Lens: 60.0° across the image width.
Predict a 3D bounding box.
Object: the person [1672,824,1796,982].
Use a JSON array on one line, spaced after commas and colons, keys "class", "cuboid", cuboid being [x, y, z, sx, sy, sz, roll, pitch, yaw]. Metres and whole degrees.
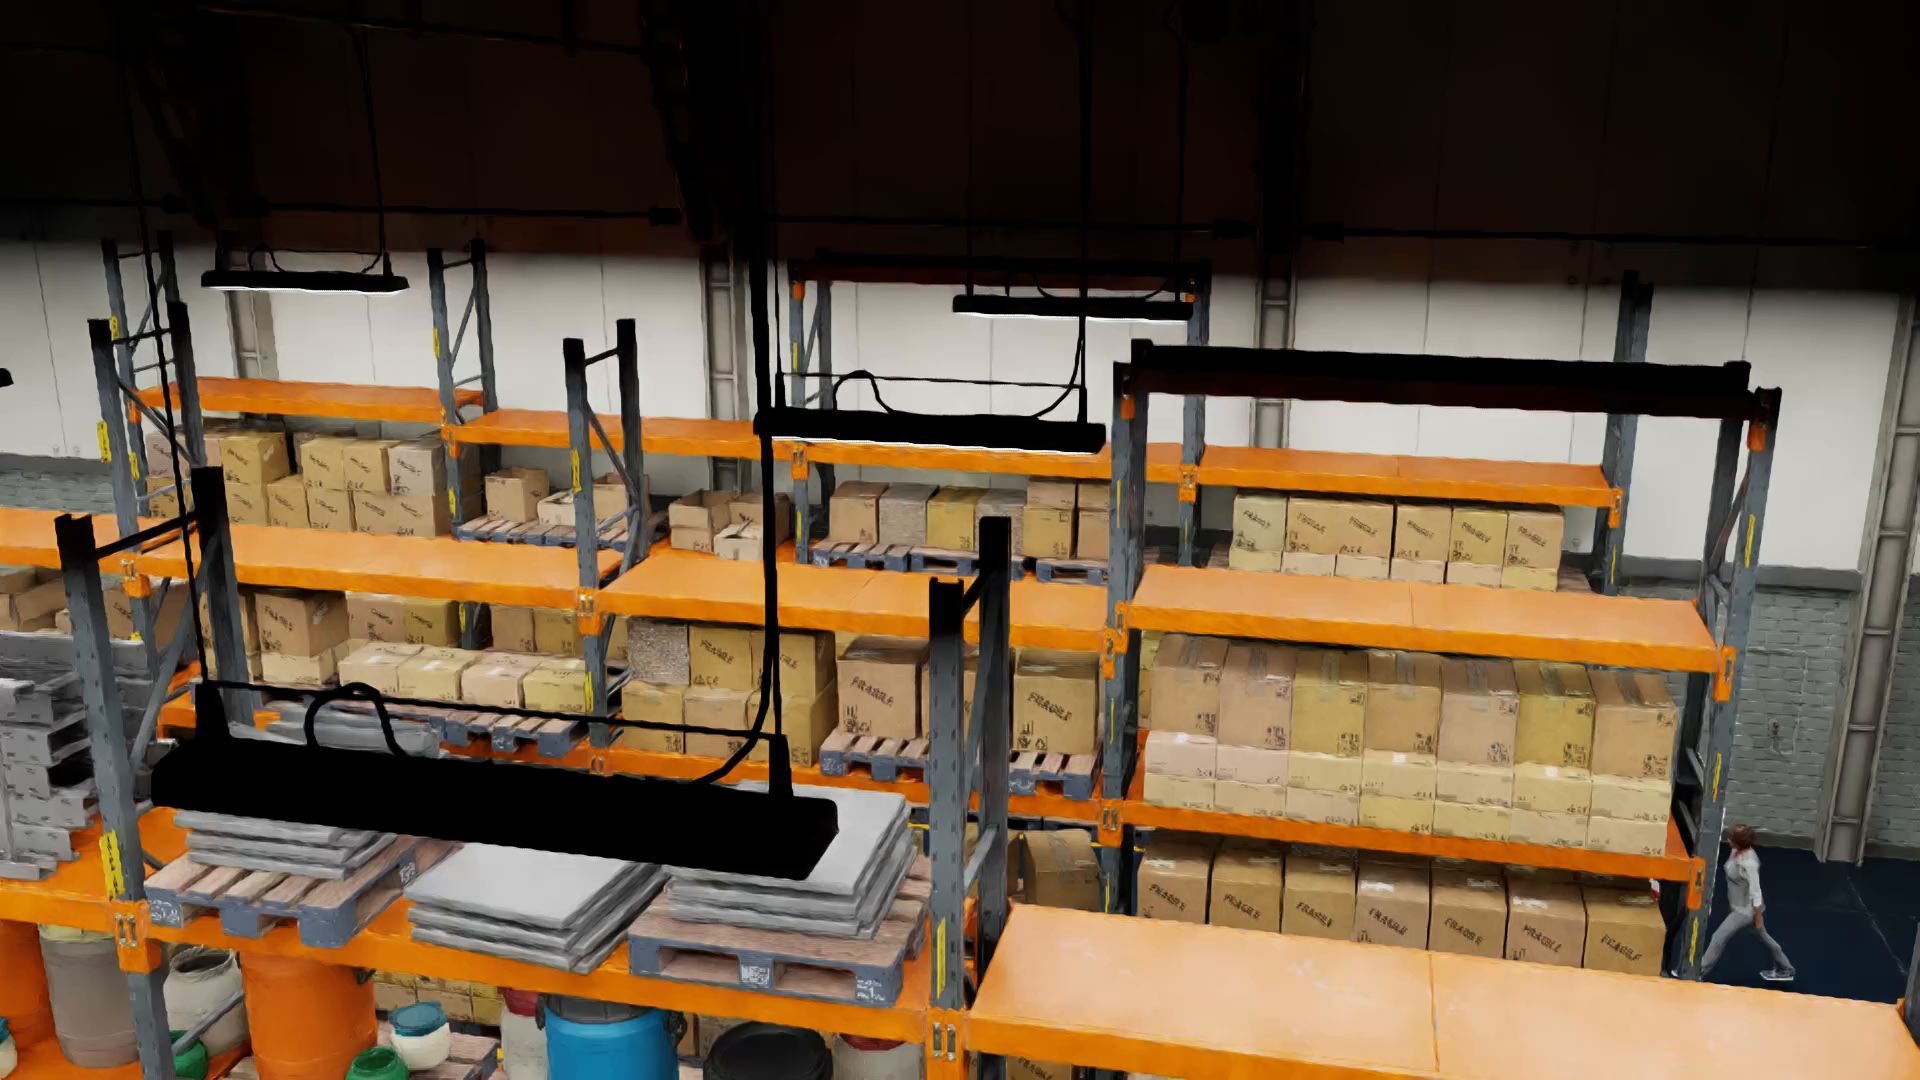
[{"class": "person", "cuboid": [6.896, 3.227, 14.669, 1.037, 1.470, 0.417, 4, 17, 15]}]
